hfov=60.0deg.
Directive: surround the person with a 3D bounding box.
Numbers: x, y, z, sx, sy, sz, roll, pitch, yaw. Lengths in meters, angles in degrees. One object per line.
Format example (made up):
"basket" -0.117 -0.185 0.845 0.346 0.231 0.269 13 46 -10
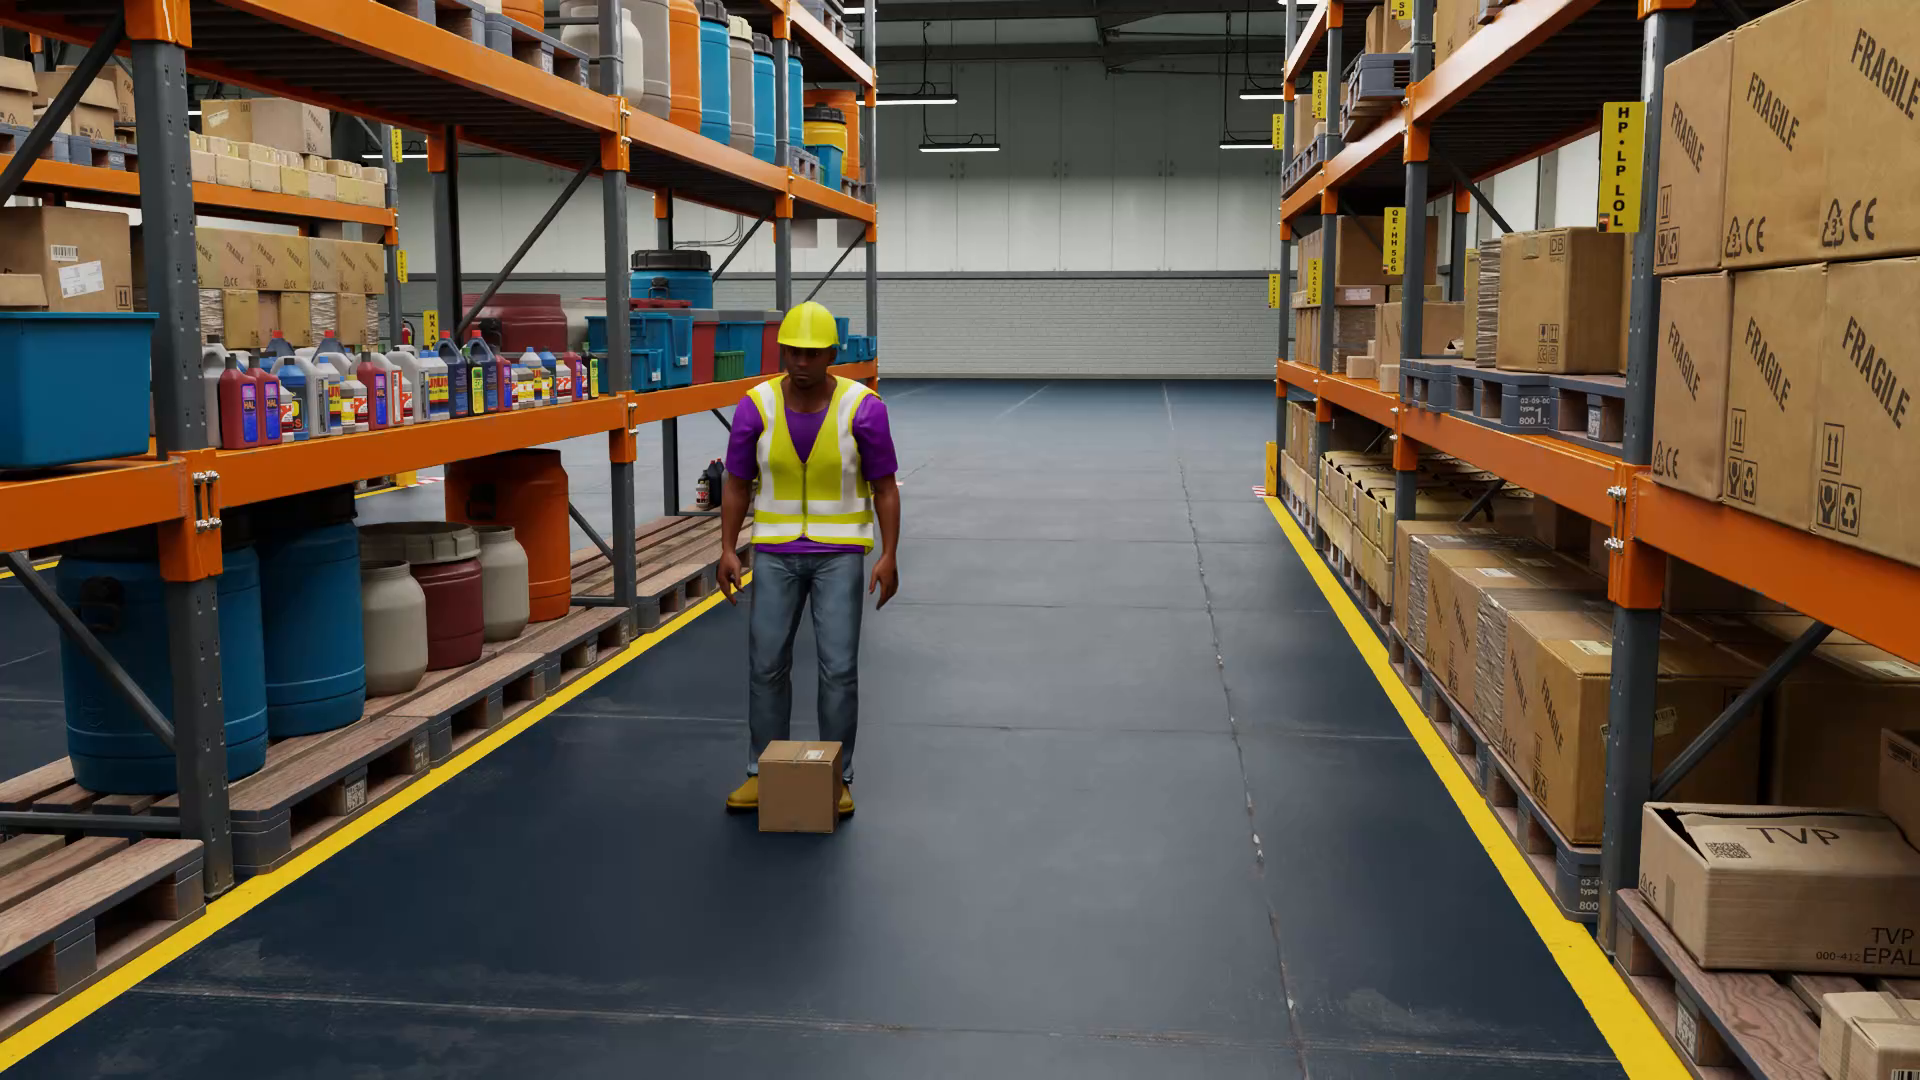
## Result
"person" -0.526 0.060 5.769 0.633 1.760 0.463 1 8 5
